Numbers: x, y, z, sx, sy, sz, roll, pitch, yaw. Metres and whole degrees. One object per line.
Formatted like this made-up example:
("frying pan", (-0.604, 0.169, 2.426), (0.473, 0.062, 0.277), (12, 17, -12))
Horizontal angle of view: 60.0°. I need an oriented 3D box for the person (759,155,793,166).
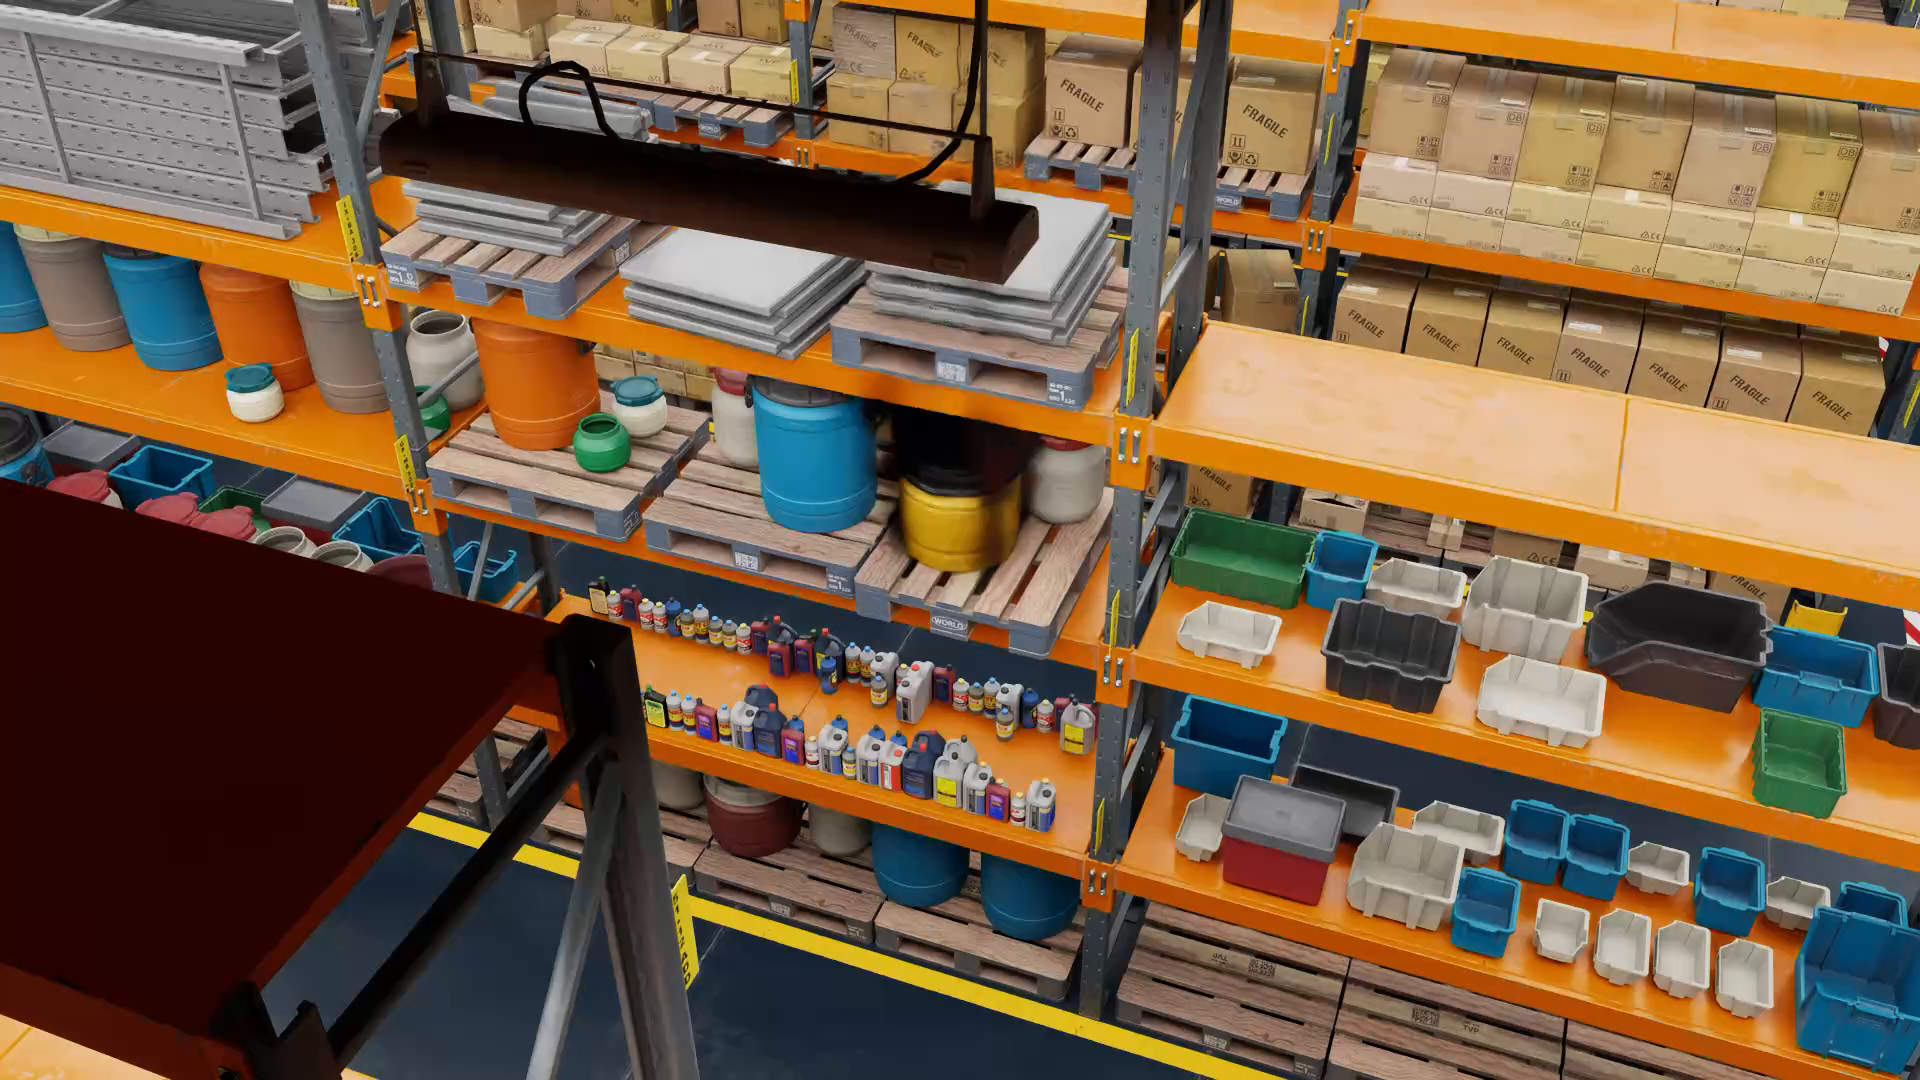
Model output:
("person", (-1.839, -3.195, 16.328), (0.569, 1.669, 0.605), (13, 38, 17))
